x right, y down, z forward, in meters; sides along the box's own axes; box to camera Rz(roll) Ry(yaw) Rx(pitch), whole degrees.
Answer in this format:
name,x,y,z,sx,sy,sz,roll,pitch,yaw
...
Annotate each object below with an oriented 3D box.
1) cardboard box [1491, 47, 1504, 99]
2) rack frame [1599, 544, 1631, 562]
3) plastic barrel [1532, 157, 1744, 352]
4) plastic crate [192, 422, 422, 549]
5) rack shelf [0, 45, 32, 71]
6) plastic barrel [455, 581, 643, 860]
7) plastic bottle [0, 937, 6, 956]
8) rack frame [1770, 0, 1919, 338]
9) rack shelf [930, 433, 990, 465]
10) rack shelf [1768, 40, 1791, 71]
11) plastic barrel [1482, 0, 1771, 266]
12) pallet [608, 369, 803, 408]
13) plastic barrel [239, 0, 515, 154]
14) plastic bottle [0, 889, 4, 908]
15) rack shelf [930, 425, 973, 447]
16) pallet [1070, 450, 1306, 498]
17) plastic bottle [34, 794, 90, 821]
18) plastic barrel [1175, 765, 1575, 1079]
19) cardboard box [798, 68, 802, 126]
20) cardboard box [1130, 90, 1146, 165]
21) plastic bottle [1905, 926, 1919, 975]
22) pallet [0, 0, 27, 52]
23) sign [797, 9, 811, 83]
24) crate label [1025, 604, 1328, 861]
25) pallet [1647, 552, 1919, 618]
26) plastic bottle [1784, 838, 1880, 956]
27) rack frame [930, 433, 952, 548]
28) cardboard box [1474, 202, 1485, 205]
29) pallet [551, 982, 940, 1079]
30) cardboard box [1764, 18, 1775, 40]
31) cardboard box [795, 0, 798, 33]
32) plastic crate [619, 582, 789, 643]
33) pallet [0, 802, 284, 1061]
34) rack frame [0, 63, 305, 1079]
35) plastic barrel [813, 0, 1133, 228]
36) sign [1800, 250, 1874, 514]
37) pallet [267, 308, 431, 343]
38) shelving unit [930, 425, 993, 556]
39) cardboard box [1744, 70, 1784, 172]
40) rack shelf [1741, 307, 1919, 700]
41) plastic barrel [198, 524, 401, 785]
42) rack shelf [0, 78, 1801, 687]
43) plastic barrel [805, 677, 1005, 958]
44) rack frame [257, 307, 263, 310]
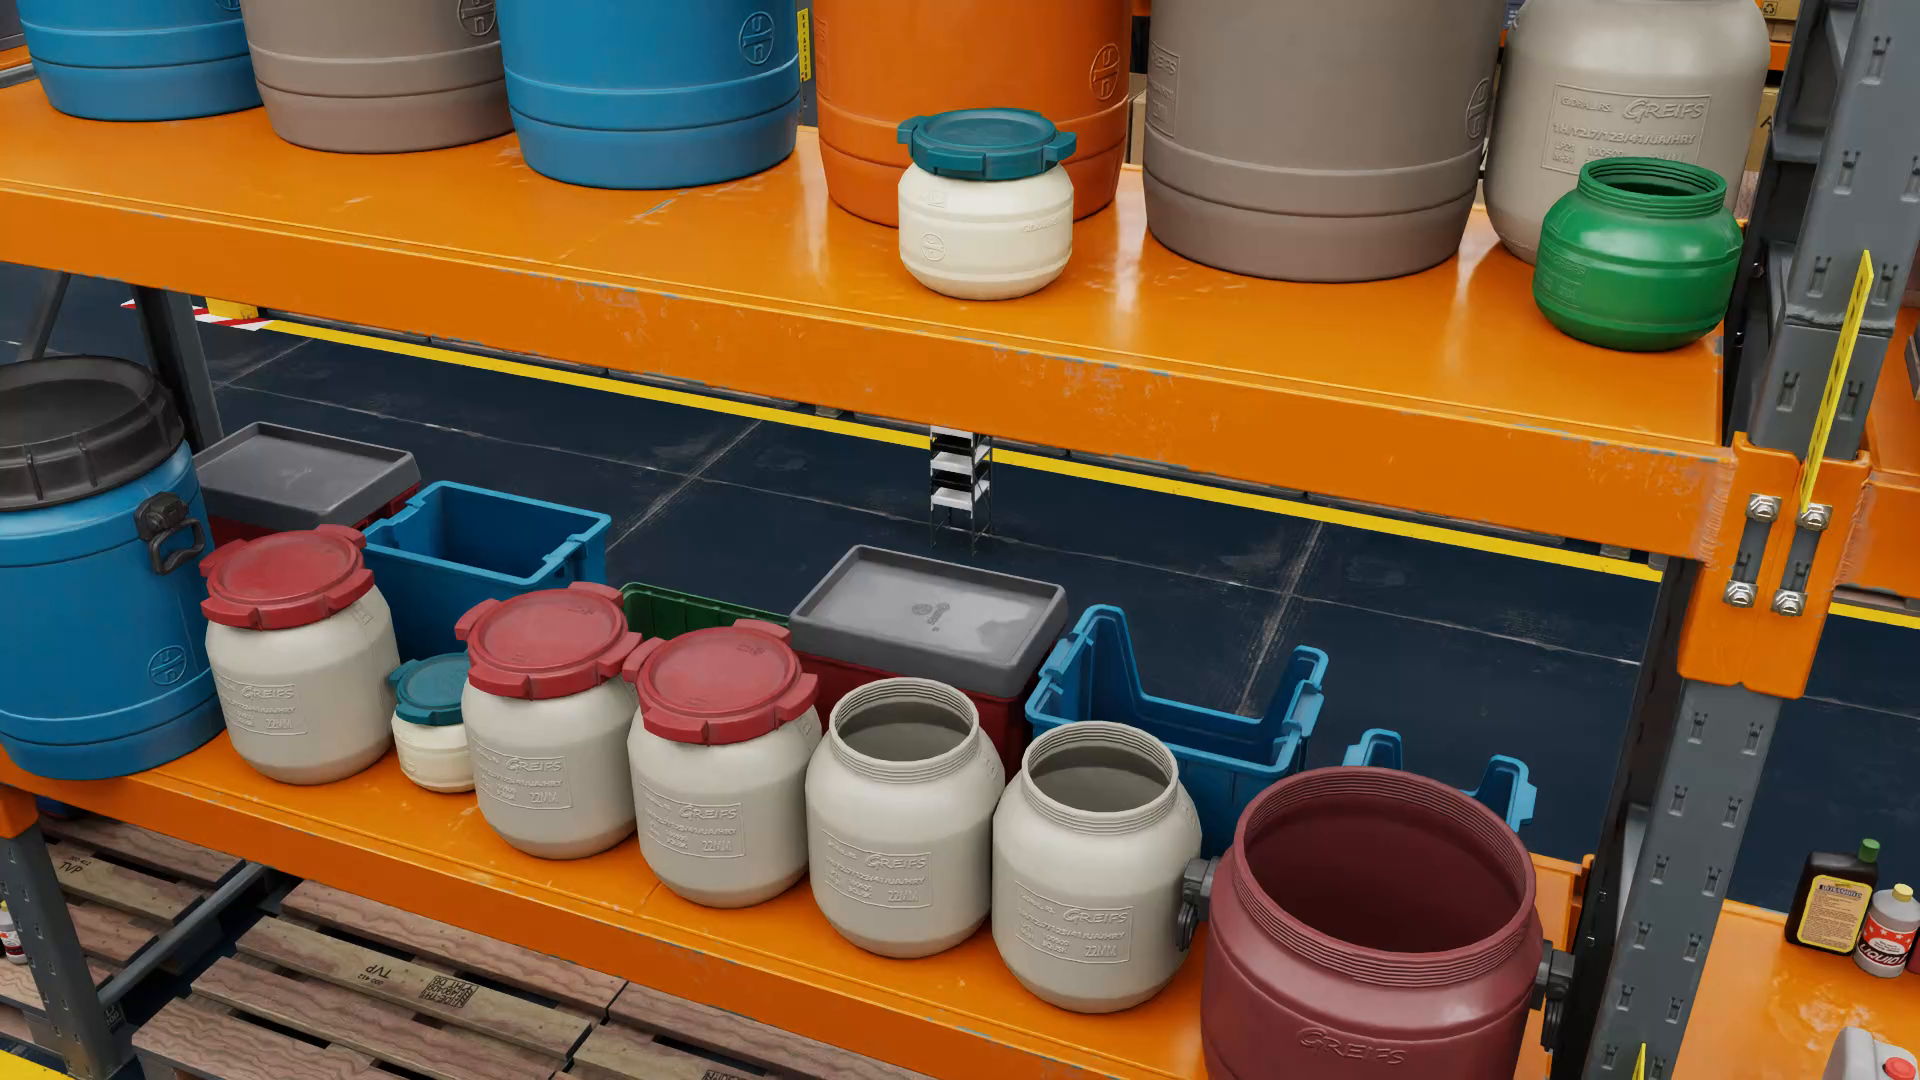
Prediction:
name,x,y,z,sx,sy,sz,roll,pitch,yaw
cardboard box,3.843,-3.380,12.012,0.500,0.250,0.500,12,32,20
rack frame,3.175,-1.447,7.262,0.127,3.000,1.000,11,31,19
plastic barrel,1.061,-0.450,2.607,0.294,0.245,0.294,0,29,0
plastic crate,-1.834,-0.007,4.649,0.583,0.464,0.402,11,31,19
rack shelf,-4.251,-1.292,4.670,4.000,0.370,1.077,11,31,19
plastic barrel,-0.913,0.424,3.813,0.433,0.535,0.433,0,29,0
plastic bottle,-2.967,1.123,5.028,0.133,0.283,0.061,13,32,22
rack frame,1.309,-1.801,1.791,0.127,3.000,1.000,11,31,19
rack shelf,0.008,-0.440,7.498,0.200,0.077,0.258,11,31,19
rack shelf,6.887,-3.023,10.781,4.000,0.370,1.077,11,31,19
plastic barrel,1.137,-0.741,2.850,0.421,0.512,0.421,0,29,0
pallet,-1.253,-1.139,9.551,1.213,0.211,1.003,11,31,19
plastic barrel,-1.238,-1.337,3.509,0.600,0.901,0.600,0,29,0
plastic bottle,-3.048,0.979,5.214,0.185,0.351,0.144,11,31,19
rack shelf,0.008,-0.518,7.454,0.200,0.077,0.258,11,31,19
pallet,1.300,-0.630,8.649,1.213,0.211,1.003,11,31,19
plastic bottle,-3.043,0.760,5.602,0.185,0.351,0.144,11,31,19
plastic barrel,0.765,0.804,3.141,0.708,0.536,0.600,11,31,19
cardboard box,-0.945,-2.310,8.686,0.500,0.500,0.700,10,31,18
cardboard box,1.126,-1.891,7.945,0.500,0.500,0.500,11,31,19
plastic bottle,2.058,0.785,3.432,0.133,0.283,0.061,11,31,19
pallet,-3.103,-1.242,4.042,1.003,0.211,1.213,11,31,19
sign,-0.739,-2.345,7.890,0.005,0.325,0.100,11,31,19
crate label,0.490,0.488,3.802,0.616,0.435,0.502,11,31,19
pallet,3.853,-0.078,7.673,1.213,0.211,1.003,11,31,19
plastic bottle,1.845,0.742,3.507,0.133,0.283,0.061,11,31,19
rack frame,-0.087,-0.409,7.559,0.006,0.900,0.240,11,31,19
cardboard box,2.238,-1.378,7.395,0.250,0.149,0.380,11,31,19
pallet,-0.521,1.637,4.639,1.213,0.211,1.003,11,31,19
cardboard box,5.252,-3.439,11.021,0.250,0.149,0.380,11,31,18
cardboard box,-0.945,-2.875,8.367,0.500,0.500,0.700,11,31,19
plastic crate,-0.677,0.357,4.286,0.662,0.188,0.450,11,31,19
pallet,-3.004,1.142,5.516,1.213,0.211,1.003,11,31,19
rack frame,-2.397,0.071,4.576,0.127,3.000,1.000,11,31,19
plastic barrel,0.024,-1.054,3.081,0.708,0.830,0.600,11,31,19
sign,1.109,-0.197,2.109,0.005,0.325,0.100,11,31,19
pallet,-3.514,-1.591,10.350,1.213,0.211,1.003,11,31,19
shelving unit,0.008,-0.390,7.526,0.210,0.900,0.258,11,31,19
cardboard box,5.666,-2.757,11.338,0.750,0.750,0.750,11,31,18
rack shelf,3.163,0.188,2.051,4.000,0.370,1.077,11,31,19
plastic barrel,-1.593,0.289,4.053,0.433,0.535,0.433,0,29,0
rack shelf,-0.544,-0.552,3.361,4.000,0.370,1.077,11,31,19
plastic barrel,-0.115,0.591,3.542,0.421,0.512,0.421,0,29,0
rack frame,-4.238,-2.927,9.880,0.127,3.000,1.000,11,31,19
